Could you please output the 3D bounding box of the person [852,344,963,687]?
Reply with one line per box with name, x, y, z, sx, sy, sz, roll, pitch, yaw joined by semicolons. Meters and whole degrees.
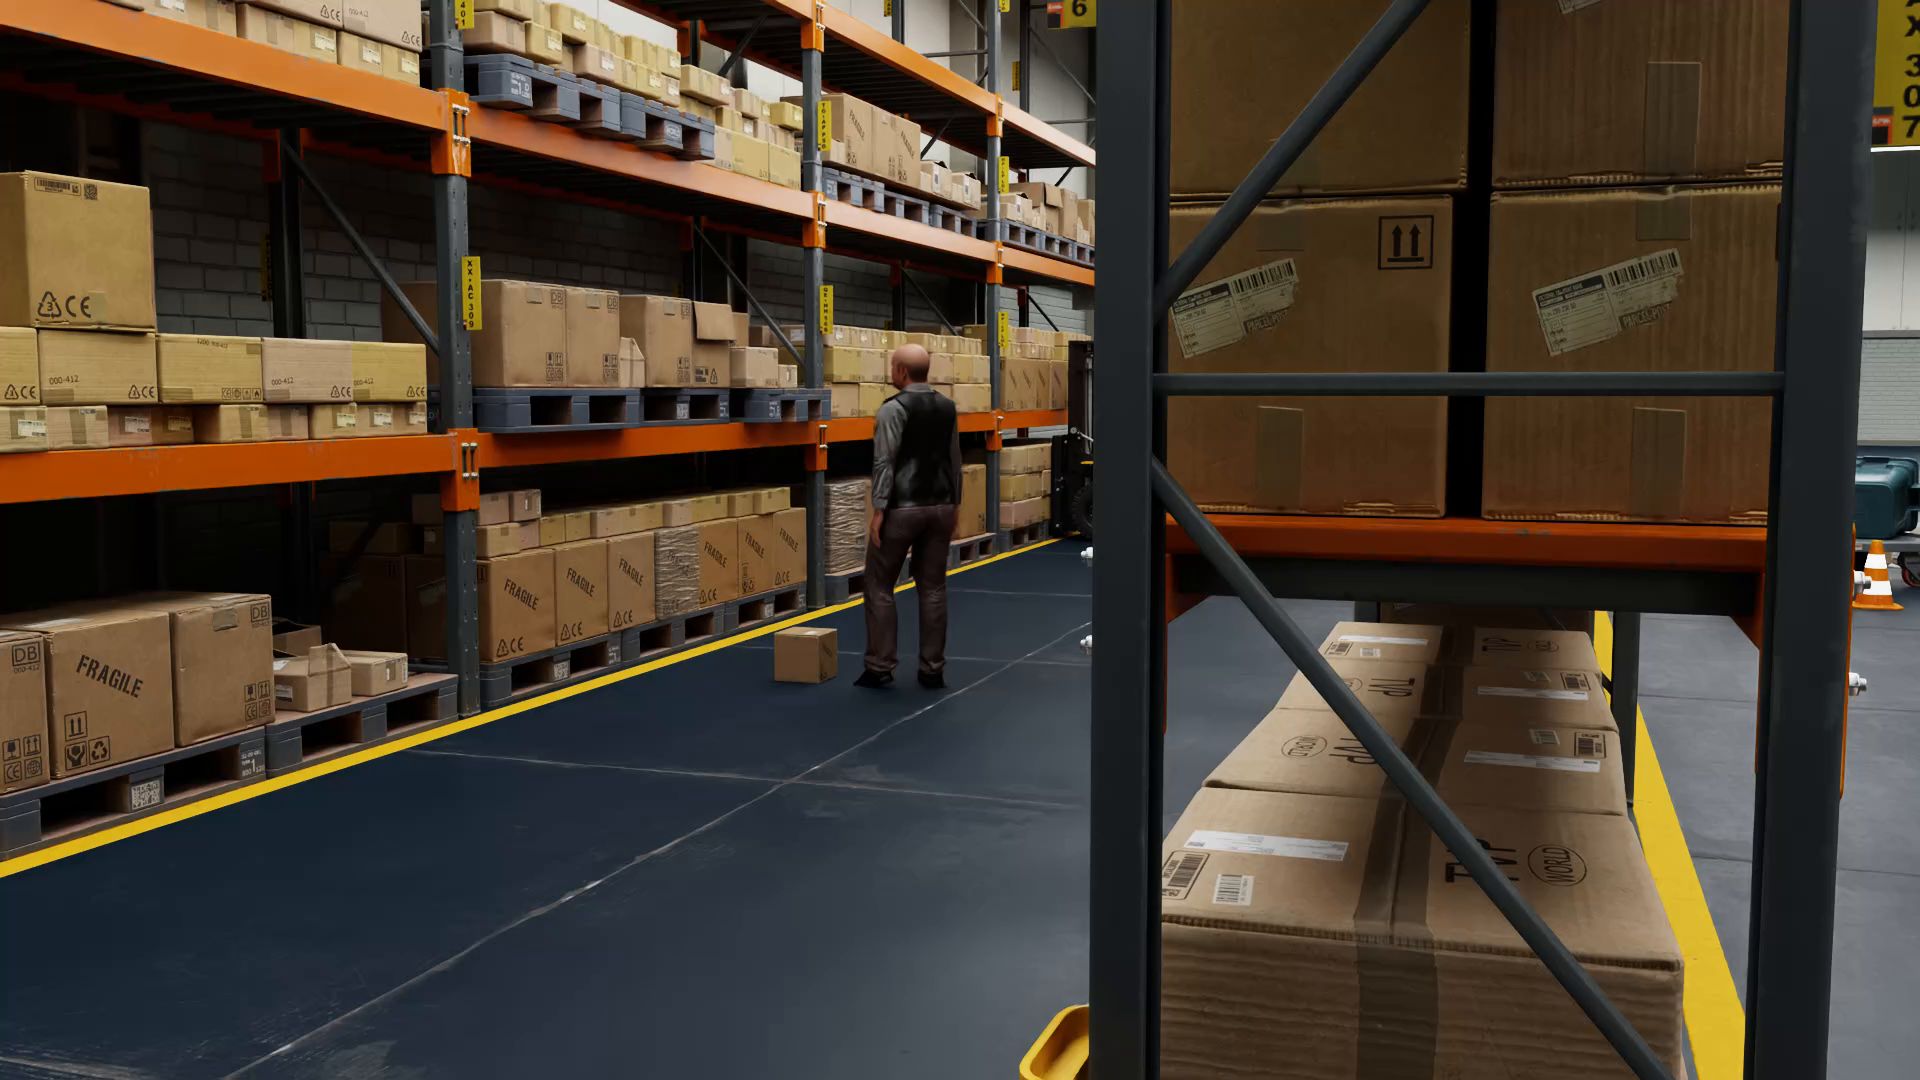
person;-0.248;-0.099;8.444;0.599;1.782;0.454;-4;6;-36
